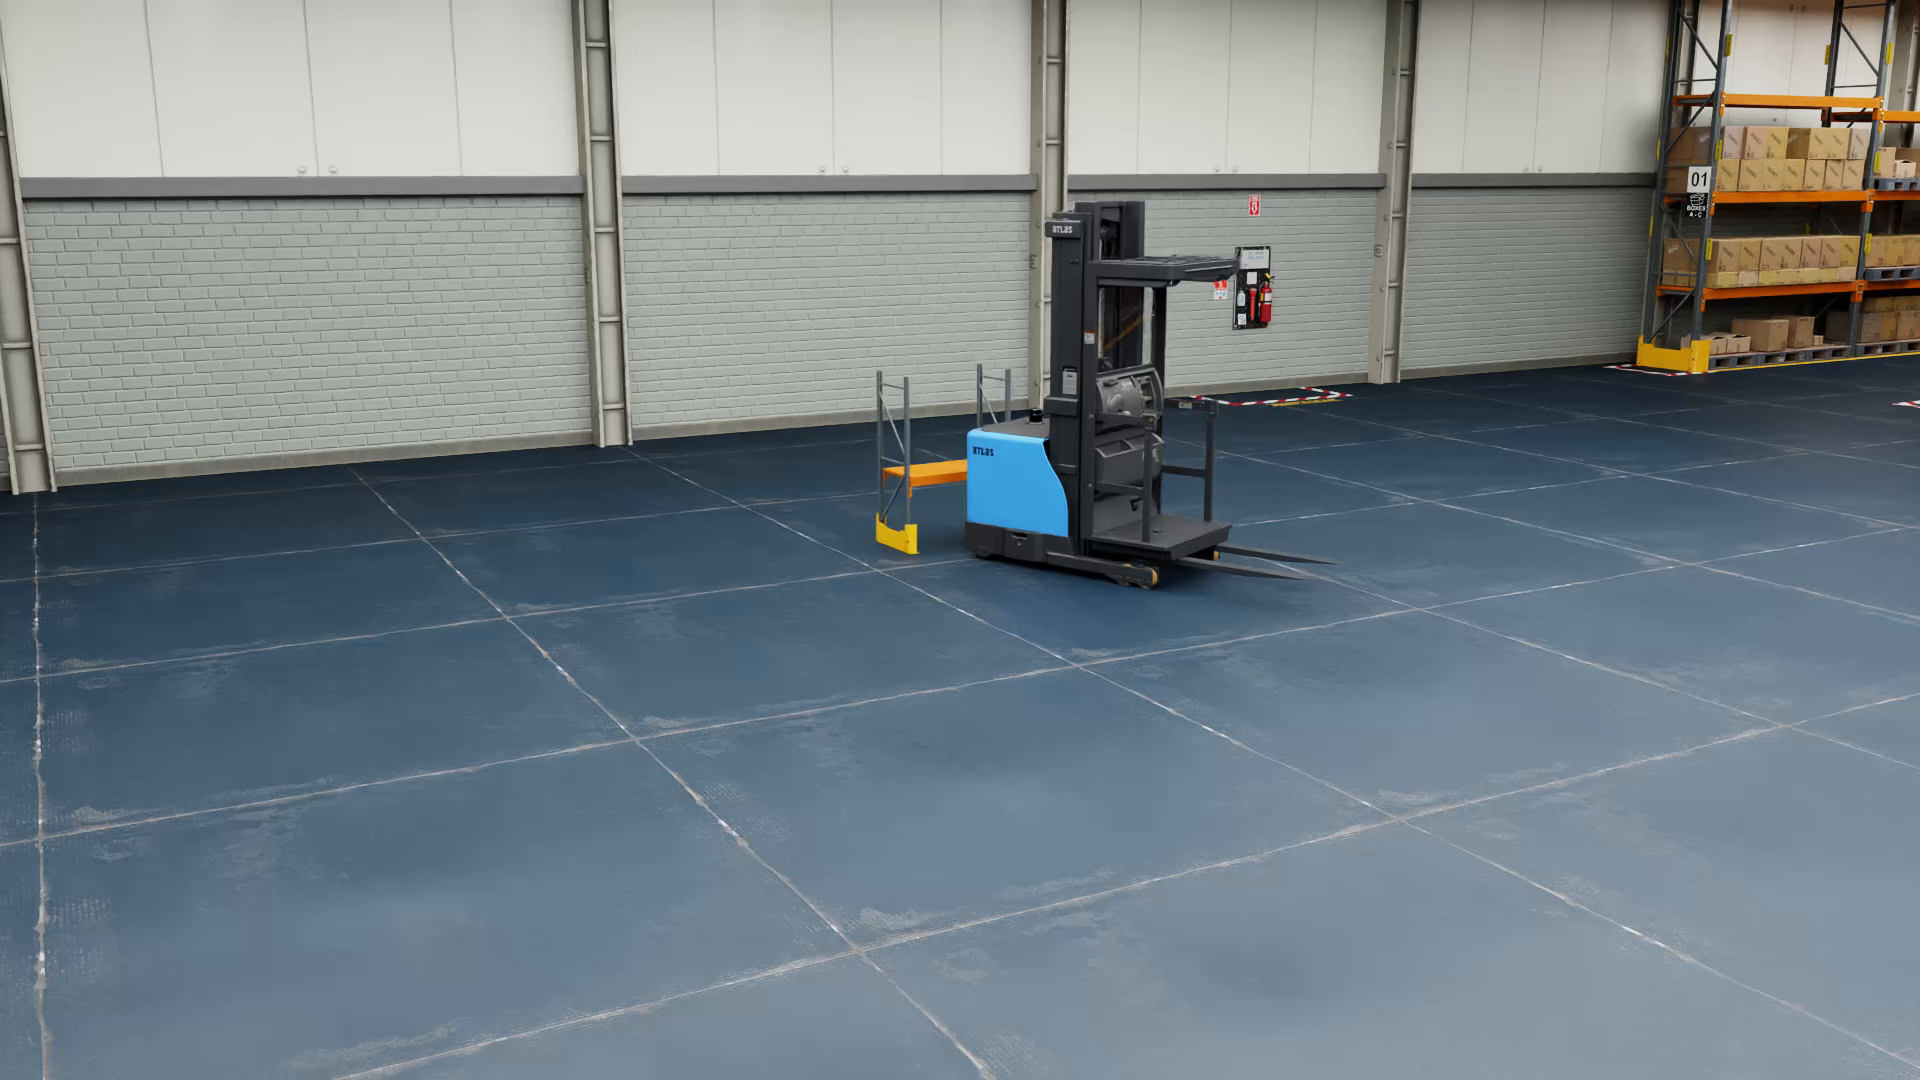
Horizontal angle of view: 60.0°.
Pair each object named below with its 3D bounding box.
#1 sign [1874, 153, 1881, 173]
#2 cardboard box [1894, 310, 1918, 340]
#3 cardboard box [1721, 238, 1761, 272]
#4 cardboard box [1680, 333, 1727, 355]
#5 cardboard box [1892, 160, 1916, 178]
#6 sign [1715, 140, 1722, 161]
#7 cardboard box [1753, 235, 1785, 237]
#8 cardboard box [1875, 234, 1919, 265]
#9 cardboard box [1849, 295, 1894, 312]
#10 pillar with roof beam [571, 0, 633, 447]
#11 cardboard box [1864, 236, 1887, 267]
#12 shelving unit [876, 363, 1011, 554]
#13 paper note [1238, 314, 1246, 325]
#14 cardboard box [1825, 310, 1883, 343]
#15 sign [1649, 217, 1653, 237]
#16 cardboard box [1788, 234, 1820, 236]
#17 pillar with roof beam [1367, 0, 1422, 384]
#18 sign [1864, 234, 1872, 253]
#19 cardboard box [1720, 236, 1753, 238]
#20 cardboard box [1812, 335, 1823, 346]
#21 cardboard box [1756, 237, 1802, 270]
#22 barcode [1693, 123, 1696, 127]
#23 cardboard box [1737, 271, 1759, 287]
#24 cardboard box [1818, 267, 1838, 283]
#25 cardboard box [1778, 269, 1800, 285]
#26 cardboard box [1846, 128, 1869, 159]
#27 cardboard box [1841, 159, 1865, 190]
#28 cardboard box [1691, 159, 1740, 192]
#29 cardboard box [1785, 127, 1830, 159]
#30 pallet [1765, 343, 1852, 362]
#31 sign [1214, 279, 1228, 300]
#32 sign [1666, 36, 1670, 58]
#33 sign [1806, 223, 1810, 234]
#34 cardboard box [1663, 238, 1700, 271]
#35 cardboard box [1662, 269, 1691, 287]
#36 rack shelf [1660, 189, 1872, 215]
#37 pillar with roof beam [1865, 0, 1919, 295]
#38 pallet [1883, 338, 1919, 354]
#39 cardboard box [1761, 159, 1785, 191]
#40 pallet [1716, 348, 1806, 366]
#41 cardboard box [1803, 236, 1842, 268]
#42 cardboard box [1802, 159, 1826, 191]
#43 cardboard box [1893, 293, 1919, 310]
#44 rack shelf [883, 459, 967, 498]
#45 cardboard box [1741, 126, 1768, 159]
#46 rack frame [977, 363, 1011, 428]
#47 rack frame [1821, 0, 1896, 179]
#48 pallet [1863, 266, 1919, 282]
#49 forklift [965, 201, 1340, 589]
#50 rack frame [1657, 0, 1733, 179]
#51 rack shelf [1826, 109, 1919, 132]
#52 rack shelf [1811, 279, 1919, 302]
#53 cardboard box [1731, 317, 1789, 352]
[{"bbox_3d":[15.273,-6.283,27.687,0.005,0.325,0.100,-7,14,-28],"label":"sign"},{"bbox_3d":[16.541,-3.857,29.607,0.500,0.500,0.700,-7,14,-27],"label":"cardboard box"},{"bbox_3d":[12.497,-4.595,26.784,0.500,0.500,0.500,-7,14,-28],"label":"cardboard box"},{"bbox_3d":[12.146,-3.209,27.157,0.500,0.311,0.500,-9,15,-34],"label":"cardboard box"},{"bbox_3d":[16.065,-6.403,28.643,0.500,0.311,0.500,-6,14,-26],"label":"cardboard box"},{"bbox_3d":[11.755,-6.036,25.774,0.005,0.325,0.100,-7,14,-28],"label":"sign"},{"bbox_3d":[13.598,-4.859,27.958,0.500,0.500,0.500,-6,14,-26],"label":"cardboard box"},{"bbox_3d":[16.526,-5.114,29.273,0.500,0.500,0.700,-5,14,-20],"label":"cardboard box"},{"bbox_3d":[16.029,-4.160,29.245,0.500,0.250,0.500,-7,15,-29],"label":"cardboard box"},{"bbox_3d":[-2.041,-4.694,14.973,0.400,9.000,9.100,-7,14,-28],"label":"pillar with roof beam"},{"bbox_3d":[15.469,-4.982,28.683,0.500,0.500,0.700,-7,14,-28],"label":"cardboard box"},{"bbox_3d":[-0.128,-0.728,14.427,1.083,1.500,0.587,-8,15,-31],"label":"shelving unit"},{"bbox_3d":[4.053,-3.172,23.878,0.142,0.148,0.016,-7,14,-28],"label":"paper note"},{"bbox_3d":[15.644,-3.747,29.118,0.500,0.500,0.700,-6,14,-26],"label":"cardboard box"},{"bbox_3d":[11.247,-5.079,26.987,0.005,0.325,0.100,-7,14,-28],"label":"sign"},{"bbox_3d":[14.494,-4.965,28.425,0.500,0.500,0.500,-7,15,-29],"label":"cardboard box"},{"bbox_3d":[8.492,-5.957,20.582,0.400,9.000,9.100,-7,14,-28],"label":"pillar with roof beam"},{"bbox_3d":[15.273,-4.990,27.978,0.005,0.325,0.100,-7,14,-28],"label":"sign"},{"bbox_3d":[12.705,-4.750,27.471,0.500,0.500,0.500,-7,15,-29],"label":"cardboard box"},{"bbox_3d":[14.551,-3.442,28.521,0.250,0.166,0.380,-9,16,-35],"label":"cardboard box"},{"bbox_3d":[13.401,-4.705,27.272,0.500,0.500,0.500,-6,14,-26],"label":"cardboard box"},{"bbox_3d":[11.879,-6.714,26.908,0.075,0.075,0.001,-7,14,-28],"label":"barcode"},{"bbox_3d":[12.525,-4.235,26.889,0.500,0.250,0.500,-7,15,-30],"label":"cardboard box"},{"bbox_3d":[14.294,-4.449,27.841,0.500,0.250,0.500,-7,14,-28],"label":"cardboard box"},{"bbox_3d":[13.419,-4.340,27.357,0.500,0.250,0.500,-7,14,-27],"label":"cardboard box"},{"bbox_3d":[14.696,-6.576,27.615,0.500,0.500,0.500,-8,15,-33],"label":"cardboard box"},{"bbox_3d":[14.679,-6.092,27.742,0.500,0.500,0.500,-6,14,-26],"label":"cardboard box"},{"bbox_3d":[11.909,-5.759,26.264,0.500,0.500,0.500,-6,14,-26],"label":"cardboard box"},{"bbox_3d":[13.767,-6.459,27.097,0.500,0.500,0.500,-7,15,-30],"label":"cardboard box"},{"bbox_3d":[14.434,-3.233,28.496,1.213,0.211,1.003,-7,14,-28],"label":"pallet"},{"bbox_3d":[3.707,-3.586,23.631,0.234,0.329,0.001,-7,14,-28],"label":"sign"},{"bbox_3d":[11.247,-7.819,26.370,0.005,0.325,0.100,-7,14,-28],"label":"sign"},{"bbox_3d":[14.737,-5.343,28.880,0.005,0.325,0.100,-7,14,-28],"label":"sign"},{"bbox_3d":[11.807,-4.643,26.998,0.500,0.500,0.500,-7,14,-28],"label":"cardboard box"},{"bbox_3d":[11.813,-4.274,27.063,0.500,0.250,0.500,-7,14,-27],"label":"cardboard box"},{"bbox_3d":[13.251,-5.573,27.349,4.000,0.370,1.077,-7,14,-28],"label":"rack shelf"},{"bbox_3d":[19.024,-7.219,26.192,0.548,9.000,9.100,-7,14,-28],"label":"pillar with roof beam"},{"bbox_3d":[16.761,-3.522,29.779,1.213,0.211,1.003,-7,14,-28],"label":"pallet"},{"bbox_3d":[12.851,-5.864,26.730,0.500,0.500,0.500,-6,14,-25],"label":"cardboard box"},{"bbox_3d":[13.361,-3.104,27.922,1.213,0.211,1.003,-7,14,-28],"label":"pallet"},{"bbox_3d":[14.304,-4.811,27.742,0.500,0.500,0.500,-7,14,-28],"label":"cardboard box"},{"bbox_3d":[13.763,-5.976,27.227,0.500,0.500,0.500,-7,15,-30],"label":"cardboard box"},{"bbox_3d":[16.931,-4.264,29.709,0.500,0.250,0.500,-7,14,-28],"label":"cardboard box"},{"bbox_3d":[-0.136,-0.551,14.462,1.000,0.185,0.538,-8,15,-31],"label":"rack shelf"},{"bbox_3d":[12.414,-6.297,26.375,0.500,0.500,0.500,-7,14,-29],"label":"cardboard box"},{"bbox_3d":[0.295,-0.786,14.687,0.032,1.500,0.500,-8,15,-31],"label":"rack frame"},{"bbox_3d":[15.006,-7.598,27.875,0.127,3.000,1.000,-7,14,-28],"label":"rack frame"},{"bbox_3d":[15.747,-4.630,28.788,1.213,0.211,1.003,-7,14,-28],"label":"pallet"},{"bbox_3d":[1.527,-1.183,13.189,3.031,2.935,1.130,9,16,36],"label":"forklift"},{"bbox_3d":[11.495,-7.177,26.005,0.127,3.000,1.000,-7,14,-28],"label":"rack frame"},{"bbox_3d":[16.762,-7.262,28.933,4.000,0.370,1.077,-7,14,-28],"label":"rack shelf"},{"bbox_3d":[16.762,-4.531,29.548,4.000,0.370,1.077,-7,14,-28],"label":"rack shelf"},{"bbox_3d":[13.314,-3.429,27.703,0.500,0.500,0.700,-8,15,-31],"label":"cardboard box"}]
